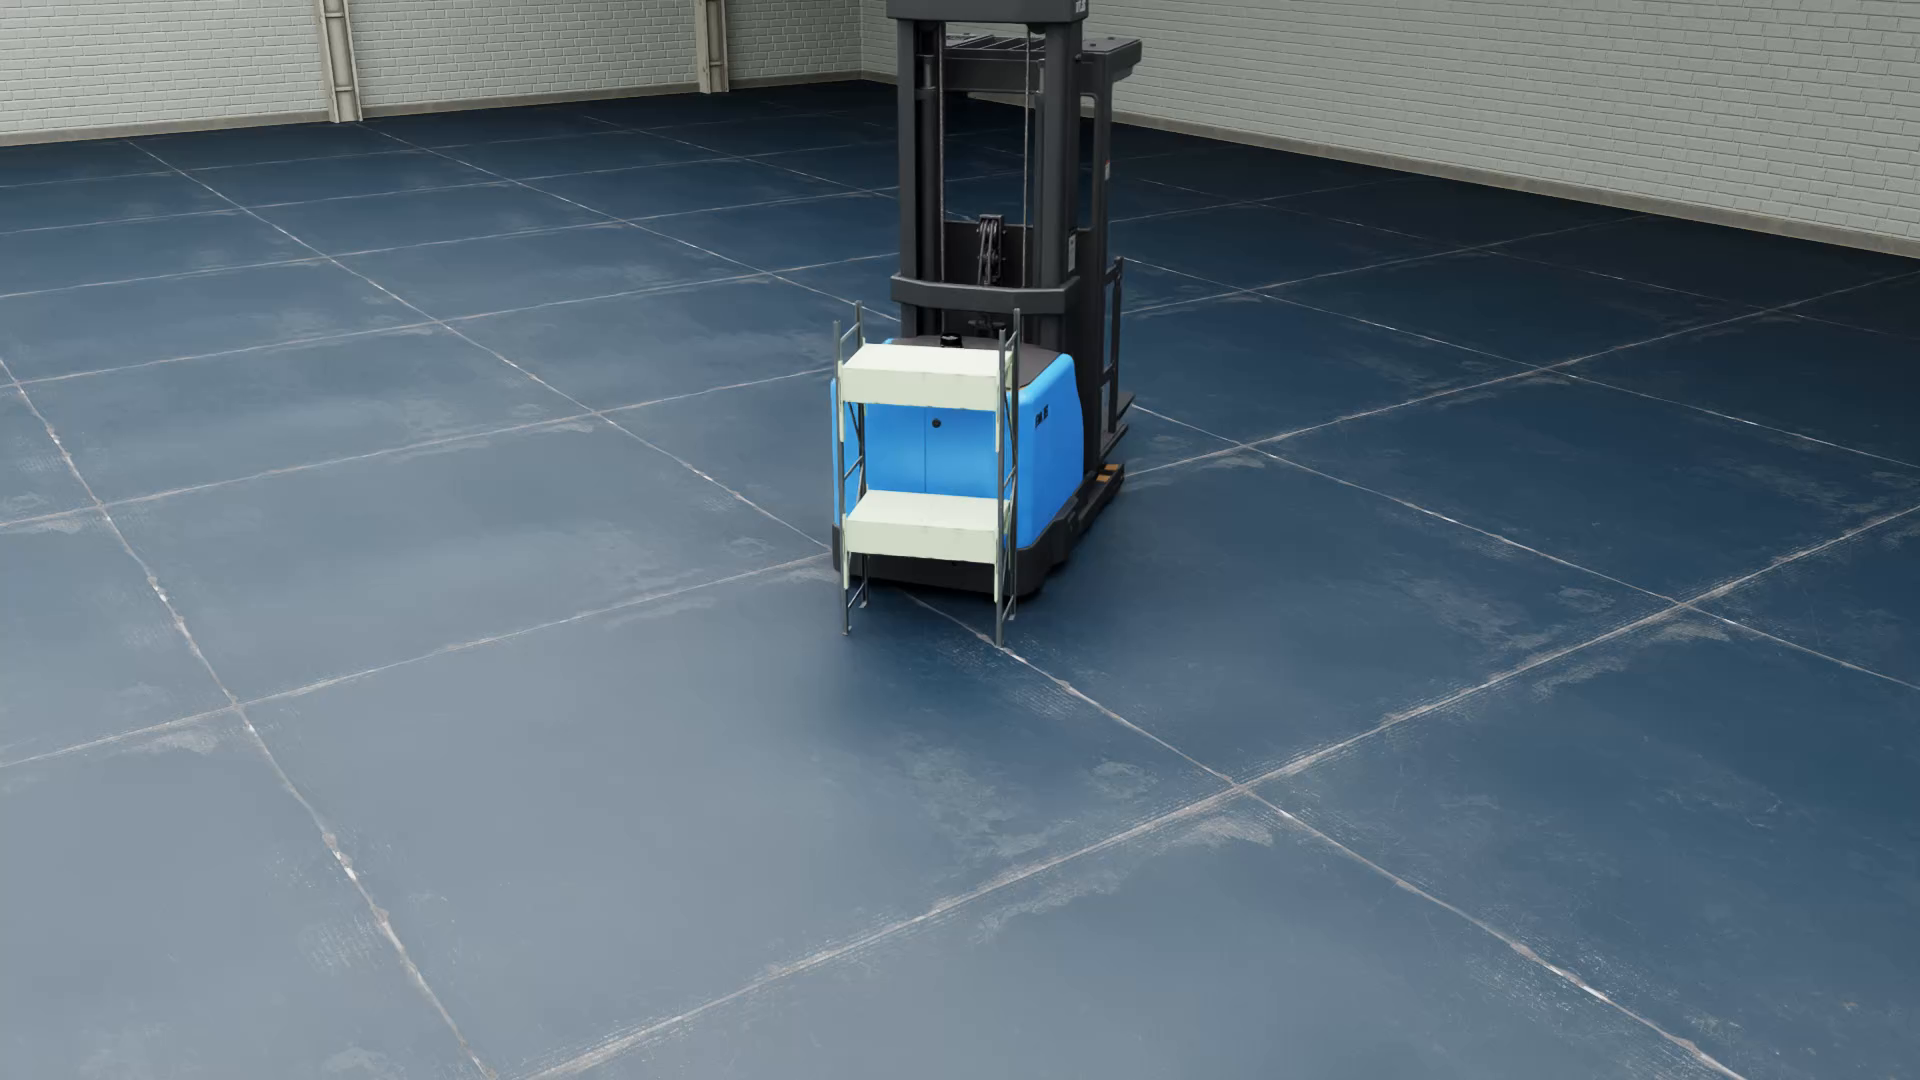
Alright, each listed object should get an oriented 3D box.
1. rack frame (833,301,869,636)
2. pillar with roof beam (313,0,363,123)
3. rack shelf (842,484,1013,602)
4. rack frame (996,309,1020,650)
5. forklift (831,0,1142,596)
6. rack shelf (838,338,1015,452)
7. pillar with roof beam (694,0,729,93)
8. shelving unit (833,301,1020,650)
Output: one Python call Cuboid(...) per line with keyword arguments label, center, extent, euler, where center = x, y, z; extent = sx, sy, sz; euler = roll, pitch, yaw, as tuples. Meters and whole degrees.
Cuboid(label="rack frame", center=(-0.498, -0.323, 7.681), extent=(0.023, 1.500, 0.400), euler=(4, 22, 11))
Cuboid(label="pillar with roof beam", center=(-6.411, -8.984, 19.268), extent=(0.400, 9.000, 9.100), euler=(-15, 26, -33))
Cuboid(label="rack shelf", center=(-0.140, 0.008, 7.732), extent=(0.720, 0.370, 0.431), euler=(4, 22, 11))
Cuboid(label="rack frame", center=(0.218, -0.267, 7.541), extent=(0.023, 1.500, 0.400), euler=(4, 22, 11))
Cuboid(label="forklift", center=(0.315, -1.607, 8.968), extent=(1.130, 2.935, 3.031), euler=(7, 23, 17))
Cuboid(label="rack shelf", center=(-0.140, -0.657, 7.467), extent=(0.720, 0.370, 0.431), euler=(4, 22, 11))
Cuboid(label="pillar with roof beam", center=(-1.541, -10.282, 22.523), extent=(0.400, 9.000, 9.100), euler=(-15, 26, -33))
Cuboid(label="shelving unit", center=(-0.140, -0.295, 7.611), extent=(0.755, 1.500, 0.431), euler=(4, 22, 11))
